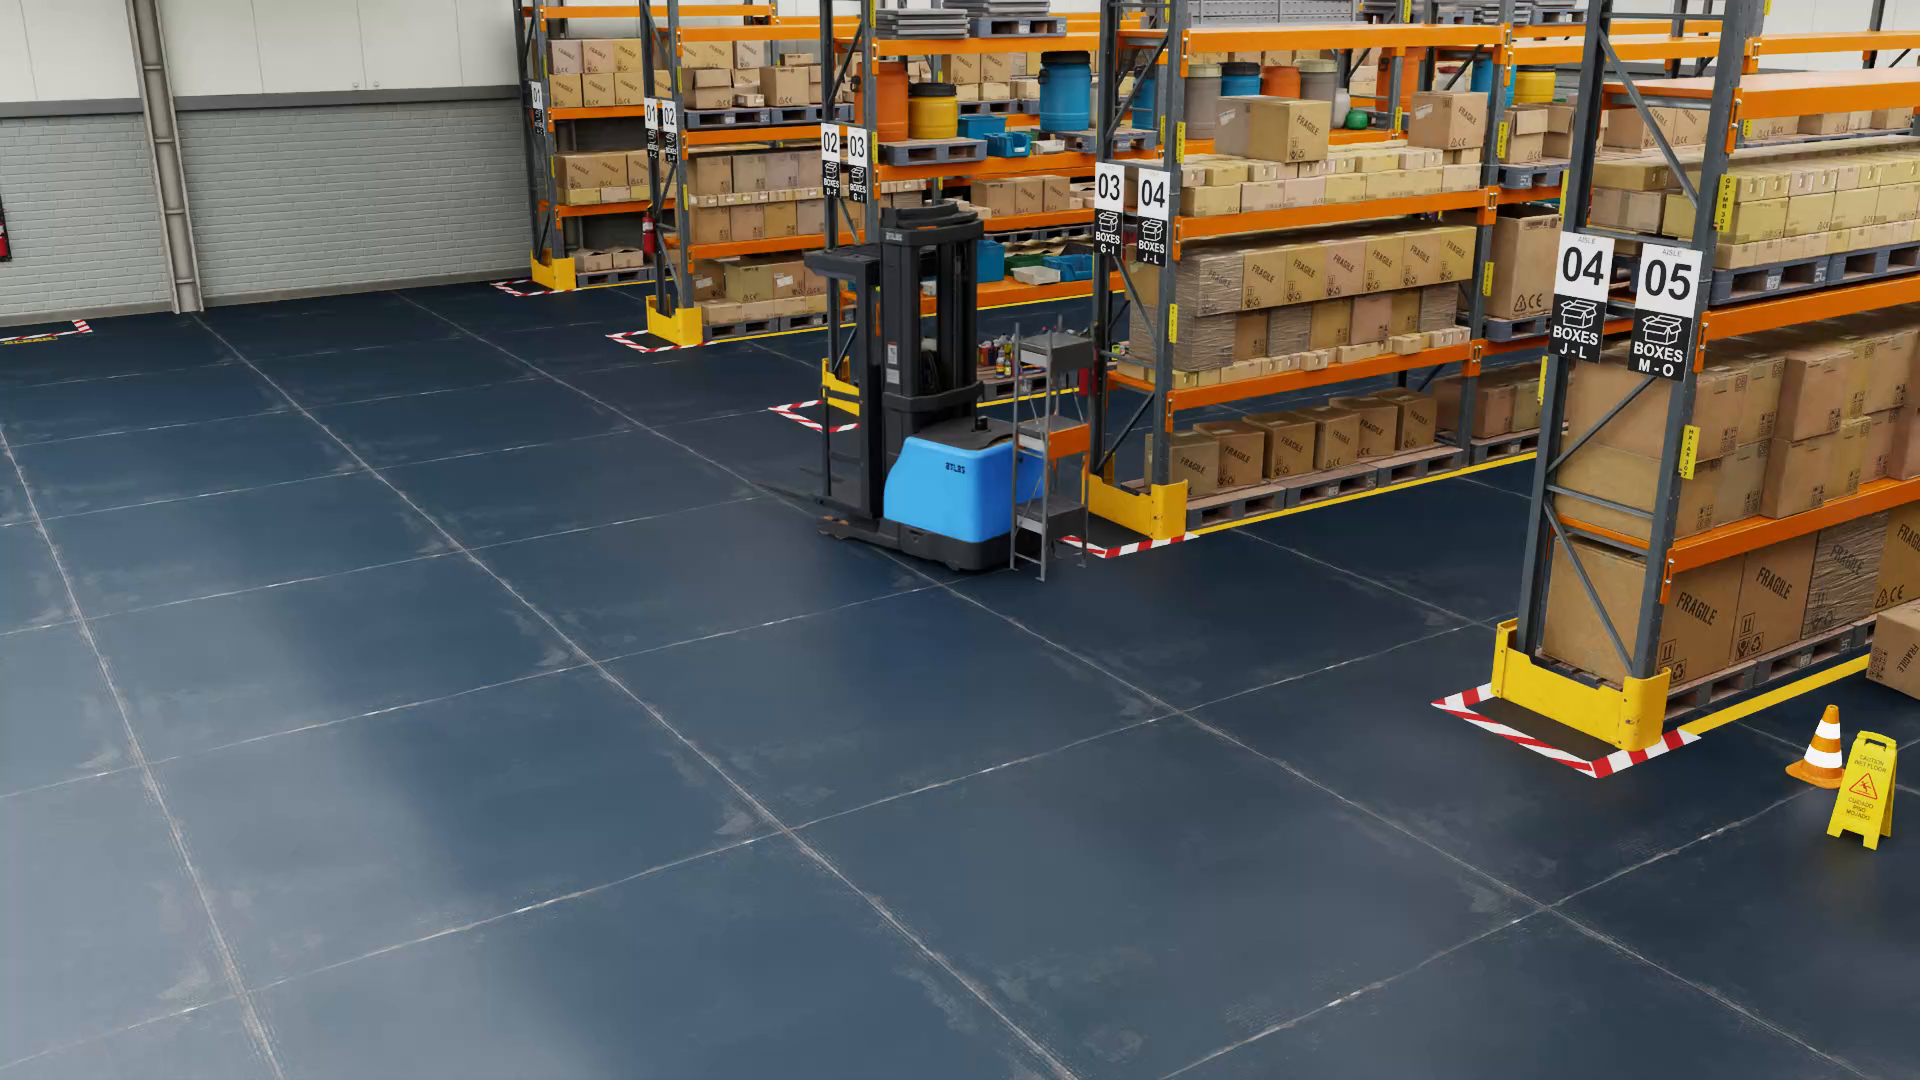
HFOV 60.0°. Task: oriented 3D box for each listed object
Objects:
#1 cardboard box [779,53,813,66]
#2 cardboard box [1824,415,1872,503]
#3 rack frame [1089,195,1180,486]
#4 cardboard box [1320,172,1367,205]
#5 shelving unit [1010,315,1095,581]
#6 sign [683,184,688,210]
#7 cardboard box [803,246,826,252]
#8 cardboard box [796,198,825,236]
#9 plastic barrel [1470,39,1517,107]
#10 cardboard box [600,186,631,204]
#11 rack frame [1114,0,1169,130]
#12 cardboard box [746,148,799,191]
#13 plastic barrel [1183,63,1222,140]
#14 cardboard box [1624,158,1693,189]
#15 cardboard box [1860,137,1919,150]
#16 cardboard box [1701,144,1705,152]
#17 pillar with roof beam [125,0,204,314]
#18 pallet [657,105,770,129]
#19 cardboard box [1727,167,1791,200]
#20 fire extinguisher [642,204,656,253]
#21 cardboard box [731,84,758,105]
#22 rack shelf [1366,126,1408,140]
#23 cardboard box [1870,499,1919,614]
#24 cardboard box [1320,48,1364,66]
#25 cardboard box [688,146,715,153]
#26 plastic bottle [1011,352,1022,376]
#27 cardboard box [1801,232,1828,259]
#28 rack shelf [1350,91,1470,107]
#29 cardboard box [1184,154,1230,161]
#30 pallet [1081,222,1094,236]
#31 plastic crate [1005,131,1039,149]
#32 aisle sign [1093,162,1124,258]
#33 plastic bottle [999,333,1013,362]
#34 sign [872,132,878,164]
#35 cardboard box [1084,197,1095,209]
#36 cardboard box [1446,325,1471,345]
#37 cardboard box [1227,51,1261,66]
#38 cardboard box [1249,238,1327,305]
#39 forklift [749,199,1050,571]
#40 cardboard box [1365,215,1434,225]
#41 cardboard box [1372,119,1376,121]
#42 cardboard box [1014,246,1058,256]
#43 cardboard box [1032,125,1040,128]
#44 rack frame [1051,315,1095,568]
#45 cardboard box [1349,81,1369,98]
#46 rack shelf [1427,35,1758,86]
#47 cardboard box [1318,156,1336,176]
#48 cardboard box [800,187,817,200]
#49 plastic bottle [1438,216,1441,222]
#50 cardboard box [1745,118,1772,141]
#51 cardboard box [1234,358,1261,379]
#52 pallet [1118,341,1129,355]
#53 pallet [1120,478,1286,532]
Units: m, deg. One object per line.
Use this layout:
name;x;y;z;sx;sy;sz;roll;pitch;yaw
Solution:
cardboard box;-2.816;-8.005;28.245;0.500;0.500;0.500;-9;20;-24
cardboard box;5.848;-0.660;11.779;0.500;0.550;0.875;-12;22;-31
rack frame;1.516;-1.584;14.746;0.127;3.000;1.000;-12;22;-31
cardboard box;3.336;-3.221;15.140;0.500;0.250;0.500;-11;22;-30
shelving unit;0.754;-0.752;13.681;0.503;2.100;0.431;-16;25;-39
sign;-3.629;-4.532;21.992;0.005;0.325;0.100;-12;22;-31
cardboard box;-1.983;-4.016;24.407;0.500;0.500;0.500;-12;22;-31
cardboard box;-2.241;-4.634;23.611;0.500;0.500;0.700;-11;22;-30
plastic barrel;7.473;-6.538;23.278;0.708;0.901;0.600;-12;22;-31
cardboard box;-5.649;-5.593;26.808;0.500;0.250;0.500;-13;22;-33
rack frame;2.133;-6.455;19.788;0.127;3.000;1.000;-12;22;-31
cardboard box;-2.631;-5.167;23.164;0.500;0.500;0.700;-12;22;-31
plastic barrel;2.984;-5.534;20.965;0.600;0.901;0.600;0;19;0
cardboard box;4.463;-2.359;10.691;0.250;0.149;0.380;-12;22;-31
cardboard box;6.796;-2.851;12.147;0.250;0.149;0.380;-12;22;-32
cardboard box;7.935;-4.193;18.016;0.500;0.250;0.500;-12;22;-31
pillar with roof beam;-9.191;-6.547;20.059;0.400;9.000;9.100;-12;22;-31
pallet;-3.325;-5.731;22.467;1.213;0.211;1.003;-12;22;-31
cardboard box;4.823;-2.183;10.169;0.250;0.149;0.380;-12;22;-31
fire extinguisher;-4.284;-4.301;22.904;0.183;0.674;0.296;-12;22;-31
cardboard box;-3.113;-6.123;22.848;0.500;0.250;0.500;-12;22;-31
rack shelf;7.144;-5.750;23.509;4.000;0.370;1.077;-12;22;-31
cardboard box;6.936;-0.044;12.853;0.875;0.875;0.875;-12;22;-31
cardboard box;6.478;-8.386;28.465;0.500;0.500;0.700;-12;22;-31
cardboard box;-4.381;-6.215;27.478;0.500;0.500;0.500;-13;22;-33
plastic bottle;0.677;-2.101;19.831;0.133;0.283;0.061;-11;22;-31
cardboard box;5.255;-1.896;10.566;0.250;0.149;0.380;-12;22;-31
rack shelf;7.763;-7.780;29.514;4.000;0.370;1.077;-12;22;-31
cardboard box;2.223;-3.397;15.039;0.250;0.149;0.380;-12;22;-31
pallet;2.762;-6.195;32.740;1.213;0.211;1.003;-12;22;-31
plastic crate;0.665;-4.729;19.695;0.450;0.188;0.336;-12;22;-31
aisle sign;1.299;-2.885;14.534;0.004;0.787;0.394;-12;22;-31
plastic bottle;0.562;-2.395;20.593;0.185;0.351;0.144;-11;22;-29
sign;-0.909;-4.186;17.745;0.005;0.325;0.100;-12;22;-31
cardboard box;2.153;-5.292;26.106;0.250;0.149;0.380;-12;22;-31
cardboard box;4.839;-2.053;16.525;0.250;0.149;0.380;-12;22;-31
cardboard box;4.519;-7.758;27.357;0.600;0.600;0.600;-13;23;-34
cardboard box;2.963;-2.444;15.109;0.500;0.500;0.500;-12;22;-31
forklift;-0.652;-1.504;14.618;3.031;2.935;1.130;16;24;39
cardboard box;4.341;-2.939;16.573;0.500;0.500;0.500;-12;22;-31
cardboard box;7.641;-7.295;29.922;0.500;0.500;0.500;-12;22;-32
cardboard box;1.177;-4.378;25.773;0.500;0.311;0.500;-11;22;-30
cardboard box;1.409;-7.716;31.061;0.500;0.250;0.500;-12;22;-31
rack frame;0.935;-0.805;13.836;0.015;2.100;0.400;-16;25;-39
cardboard box;6.635;-7.717;28.439;0.500;0.250;0.500;-12;22;-31
rack shelf;6.527;-4.952;17.090;4.000;0.370;1.077;-12;22;-31
cardboard box;3.161;-3.386;15.003;0.250;0.149;0.380;-12;22;-32
cardboard box;-2.199;-4.871;23.300;0.250;0.149;0.380;-12;22;-31
plastic bottle;6.729;-4.386;23.216;0.133;0.283;0.061;-12;22;-31
cardboard box;8.667;-4.788;18.724;0.637;0.503;0.797;-10;21;-28
cardboard box;2.519;-1.580;15.126;0.250;0.149;0.380;-12;22;-31
pallet;2.767;-2.441;21.635;1.213;0.211;1.003;-12;22;-31
pallet;2.277;-0.410;15.627;1.213;0.211;1.003;-12;22;-31
